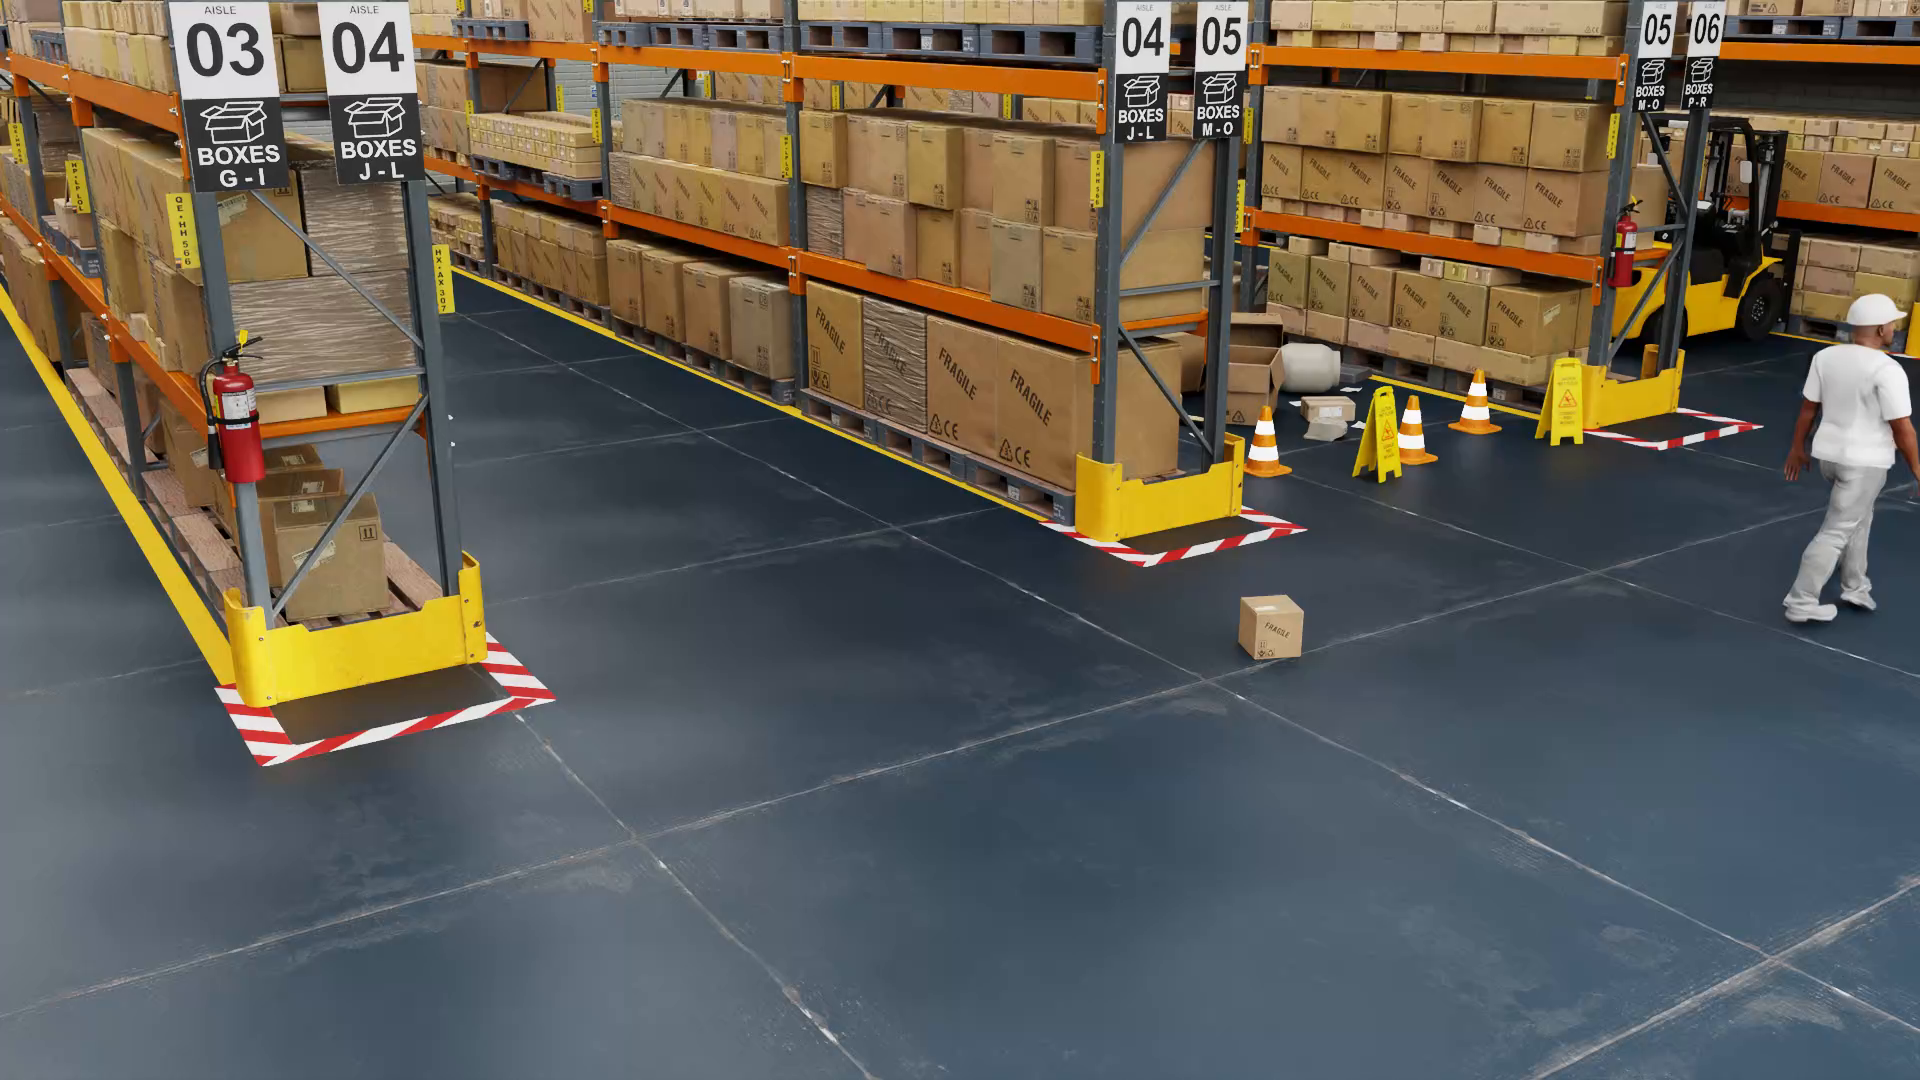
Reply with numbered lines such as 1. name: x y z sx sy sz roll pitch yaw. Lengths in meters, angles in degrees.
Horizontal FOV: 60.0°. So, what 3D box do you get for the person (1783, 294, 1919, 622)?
1. person: 4.773 -0.402 8.778 0.750 1.803 0.625 -4 18 -12
